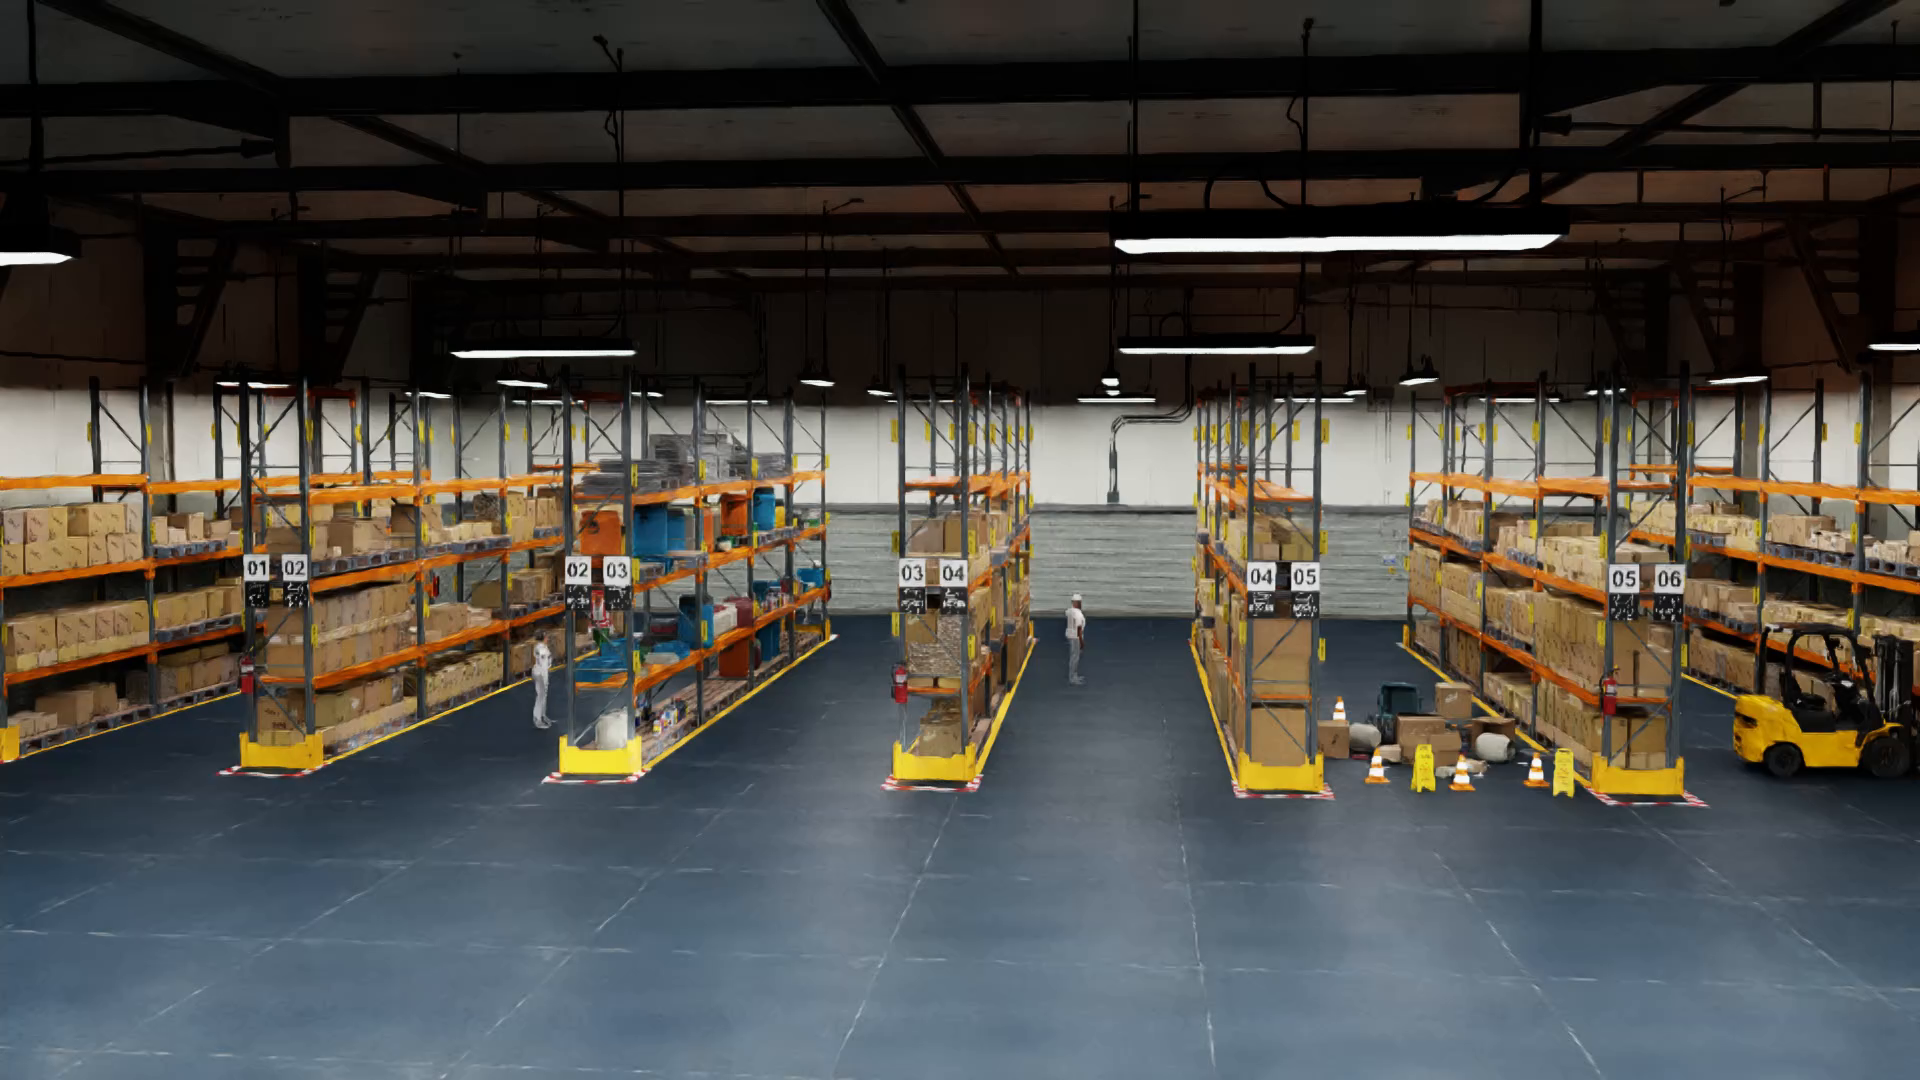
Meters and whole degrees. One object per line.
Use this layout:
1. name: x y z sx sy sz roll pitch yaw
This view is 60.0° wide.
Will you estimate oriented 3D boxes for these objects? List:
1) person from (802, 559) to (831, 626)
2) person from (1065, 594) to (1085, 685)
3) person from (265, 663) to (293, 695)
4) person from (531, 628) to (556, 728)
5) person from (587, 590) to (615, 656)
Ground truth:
1. person: -3.723 1.375 42.913 0.589 1.757 0.948 -1 4 -20
2. person: 2.352 1.968 33.222 0.464 1.772 0.645 -1 4 -17
3. person: -11.683 2.402 28.628 0.566 1.541 0.519 0 4 3
4. person: -7.080 2.337 28.309 0.416 1.677 0.537 -2 4 -24
5. person: -7.705 1.856 35.503 0.553 1.708 1.123 1 4 8
